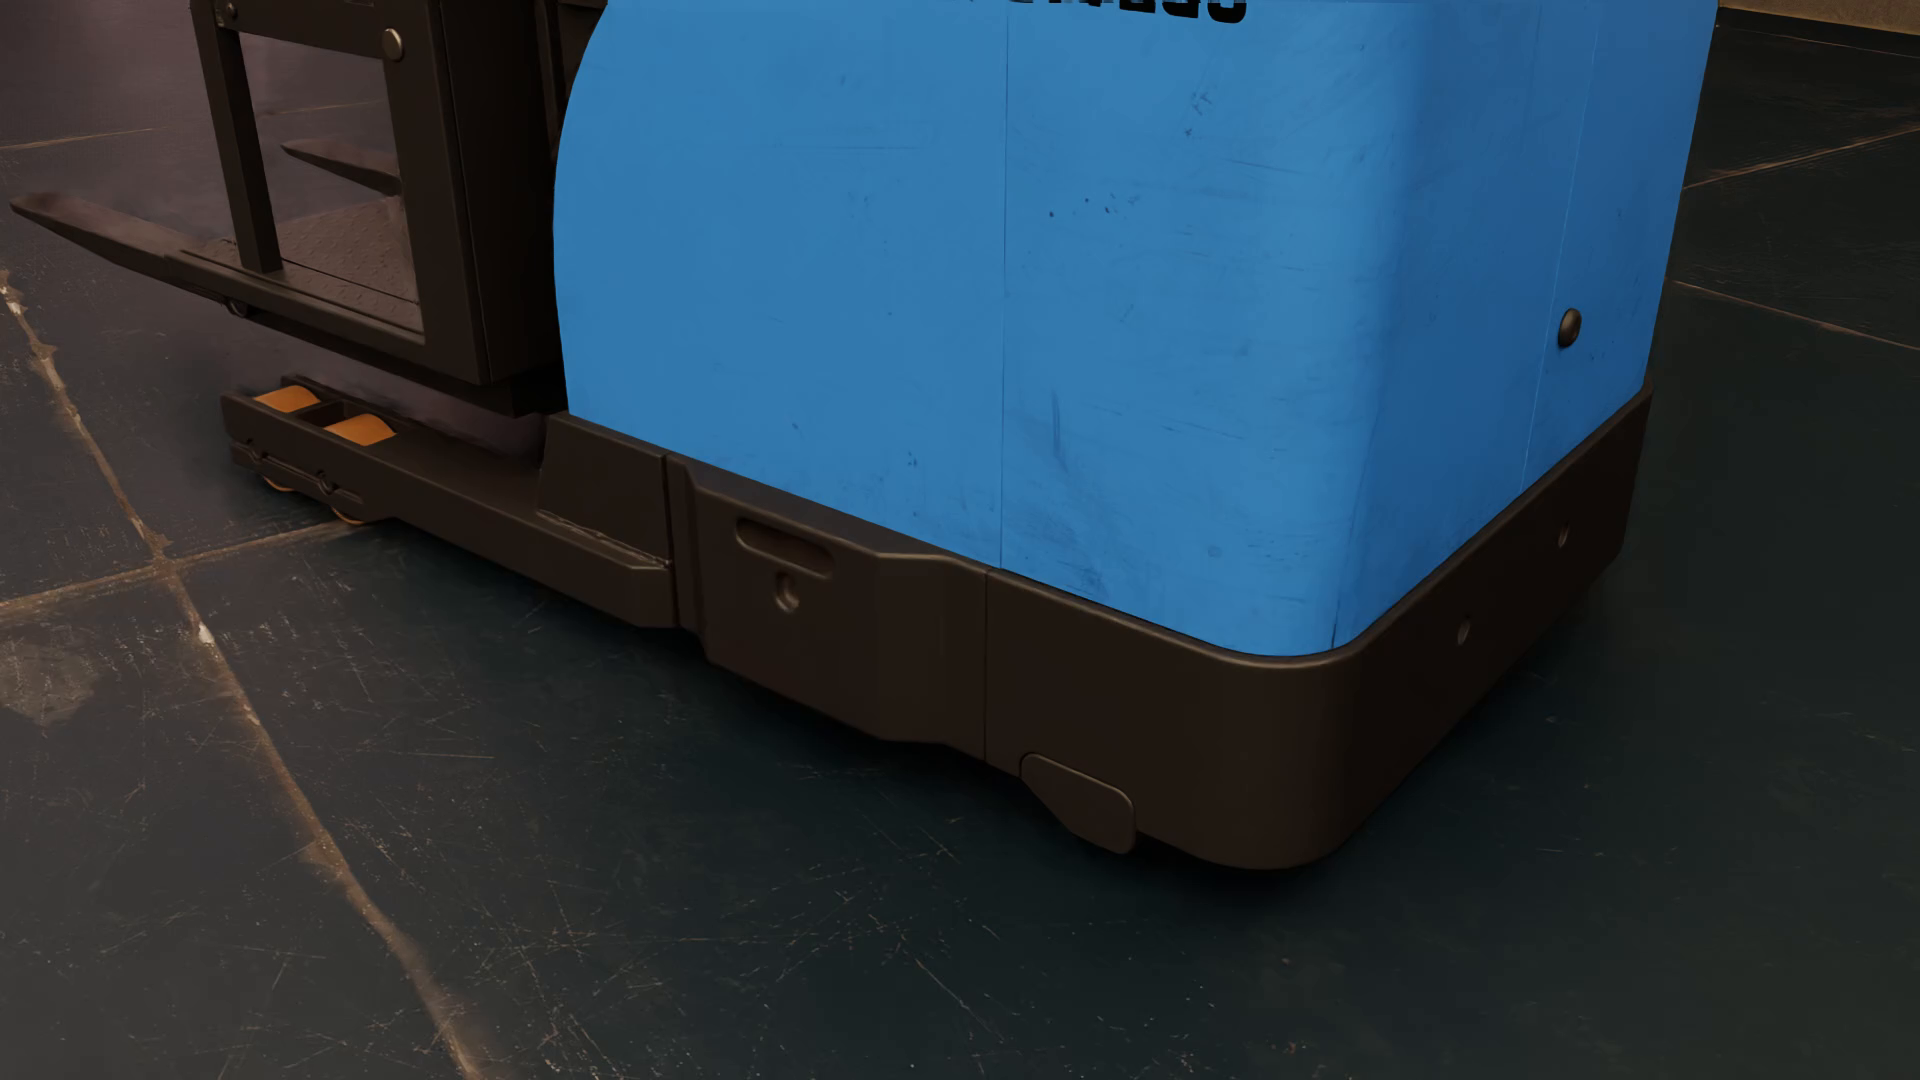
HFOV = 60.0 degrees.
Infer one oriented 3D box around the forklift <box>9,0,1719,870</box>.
[{"bbox_3d":[-0.539,-1.498,2.218,3.031,2.935,1.130,19,33,34],"label":"forklift"}]
